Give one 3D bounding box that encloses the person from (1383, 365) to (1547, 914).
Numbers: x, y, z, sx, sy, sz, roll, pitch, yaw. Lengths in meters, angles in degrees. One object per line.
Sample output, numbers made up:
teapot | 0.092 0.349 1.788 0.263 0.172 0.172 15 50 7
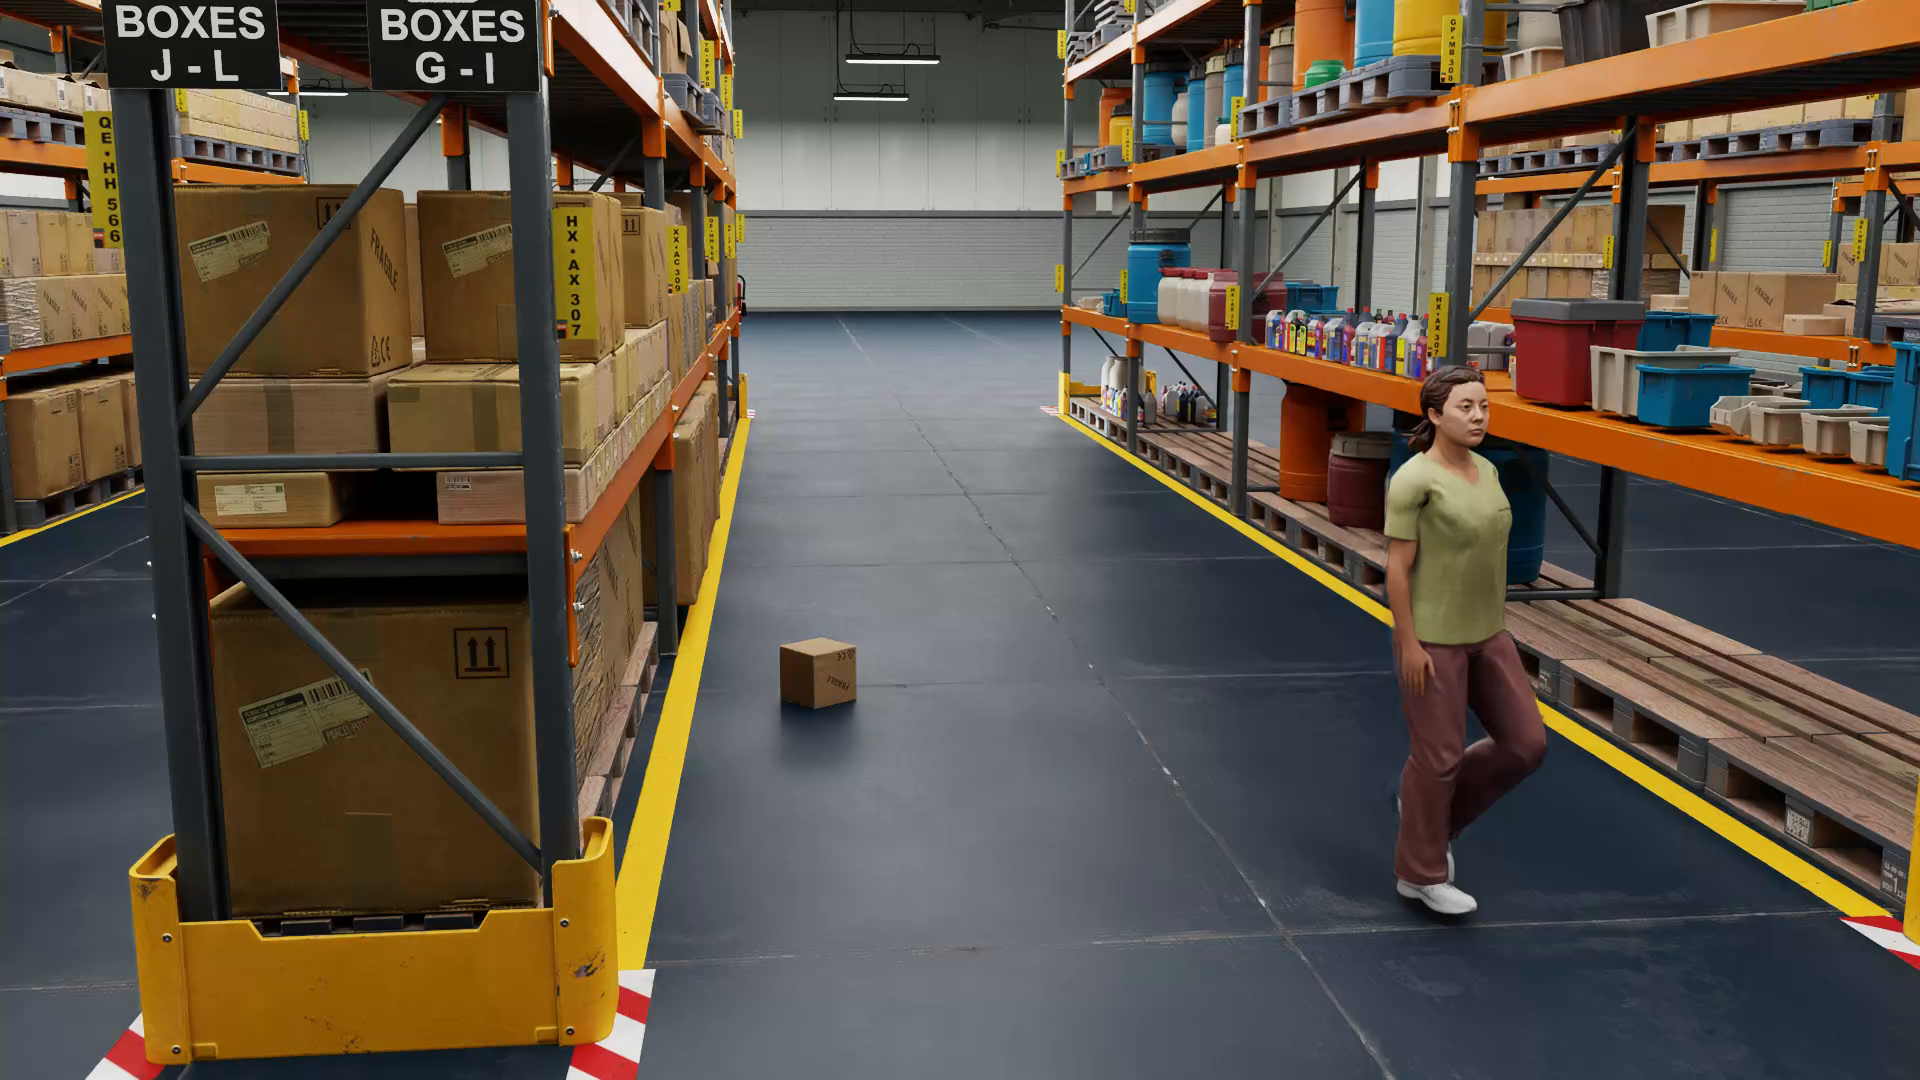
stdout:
person | 1.491 0.303 5.039 0.479 1.662 0.476 -6 12 -29
